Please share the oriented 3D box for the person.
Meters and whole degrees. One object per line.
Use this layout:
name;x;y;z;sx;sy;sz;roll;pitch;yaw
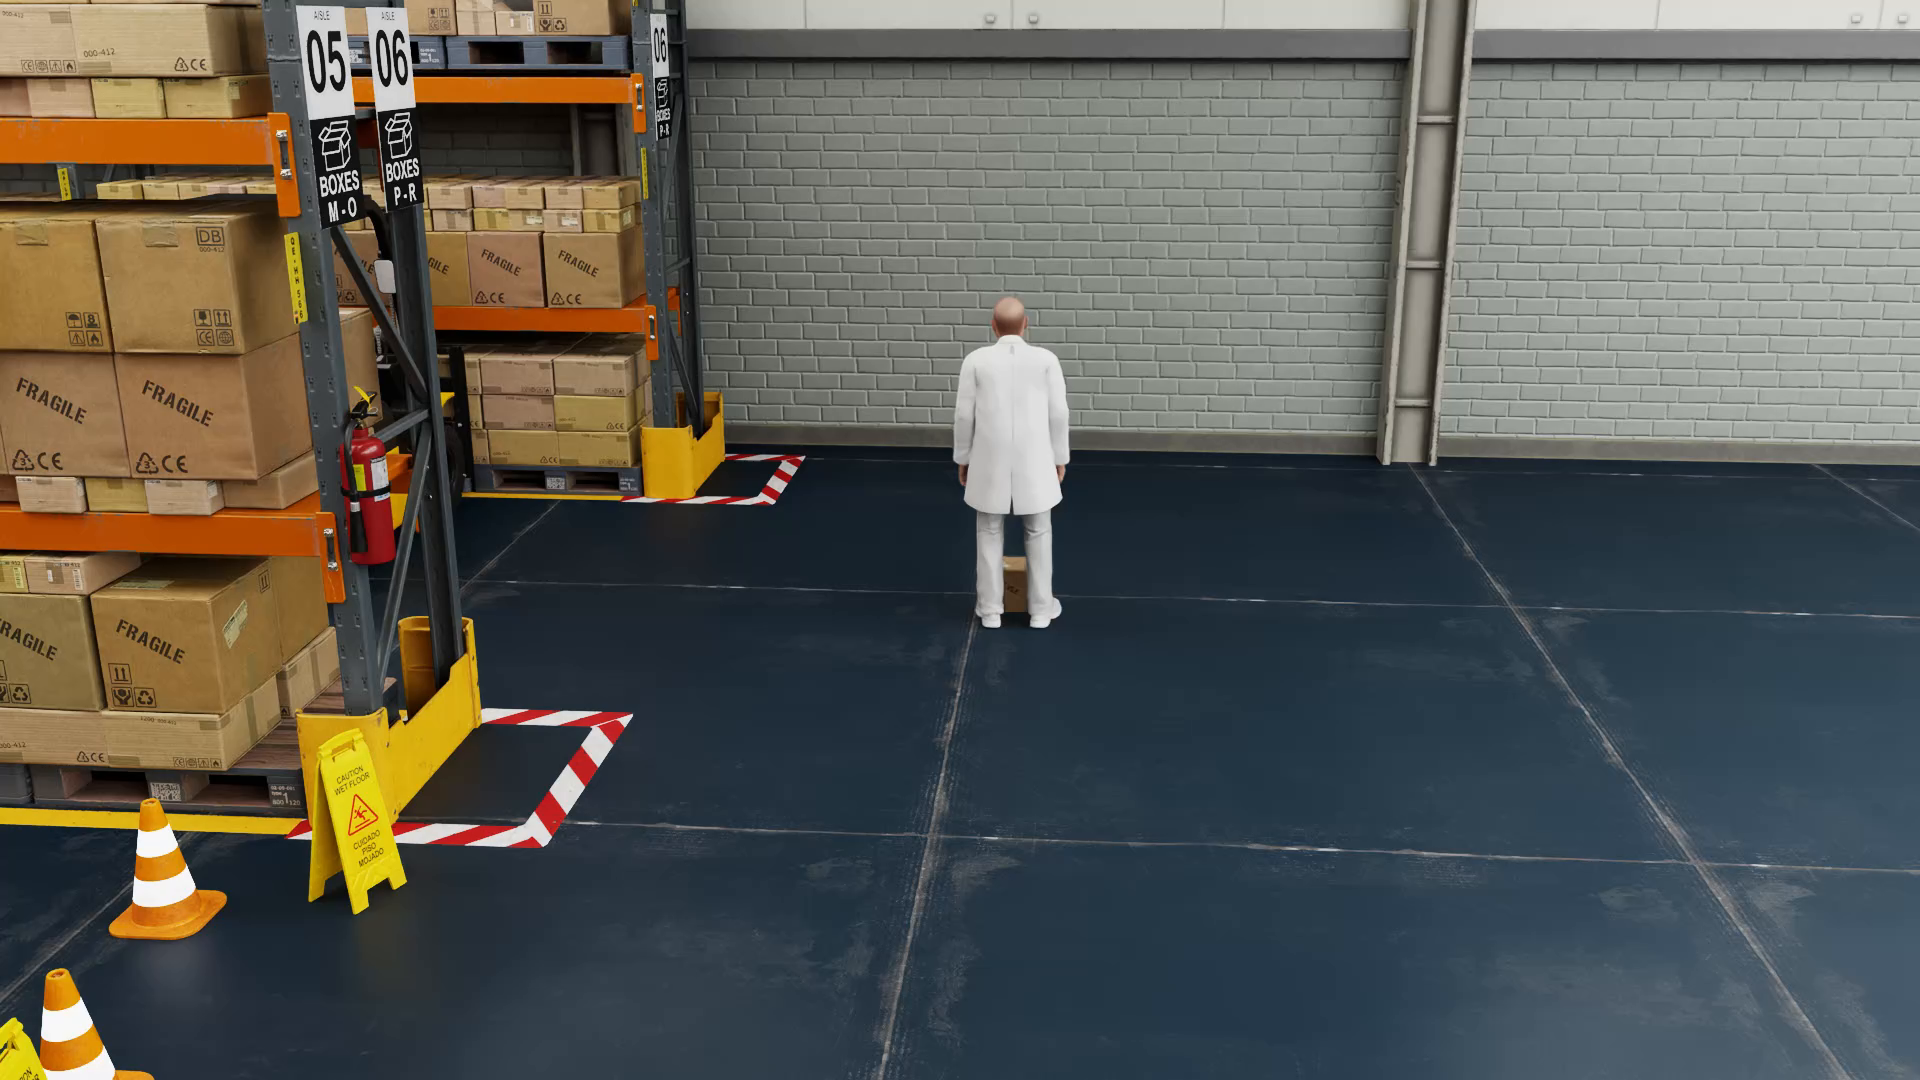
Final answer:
person;0.274;-0.406;8.882;0.625;1.774;0.427;1;17;2
